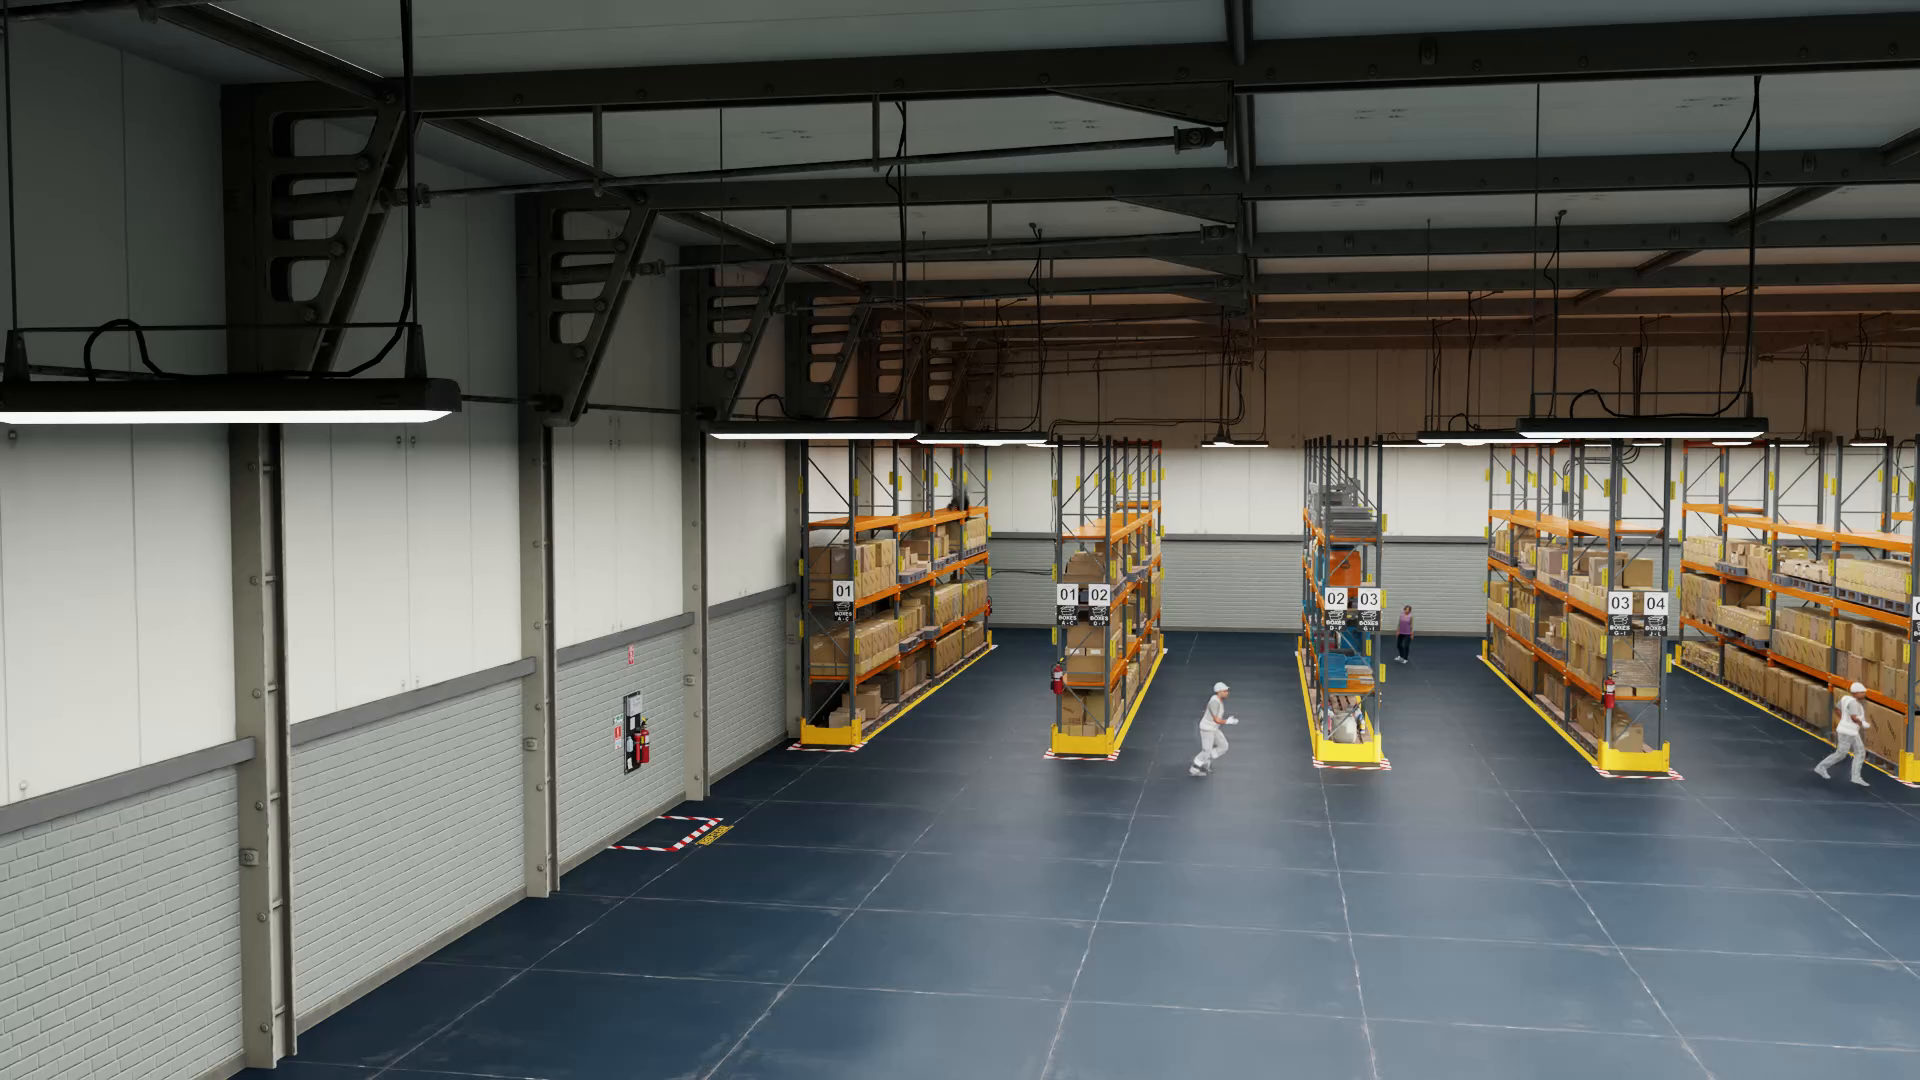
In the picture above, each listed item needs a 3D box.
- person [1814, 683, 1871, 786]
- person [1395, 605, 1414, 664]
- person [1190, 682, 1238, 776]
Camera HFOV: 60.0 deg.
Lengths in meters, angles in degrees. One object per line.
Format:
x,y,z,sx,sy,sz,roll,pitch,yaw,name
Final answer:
15.082,3.300,28.402,0.855,1.758,0.643,2,4,31,person
11.928,2.523,44.617,0.537,1.572,0.454,2,4,33,person
4.445,3.309,29.024,0.864,1.679,0.684,1,3,24,person
